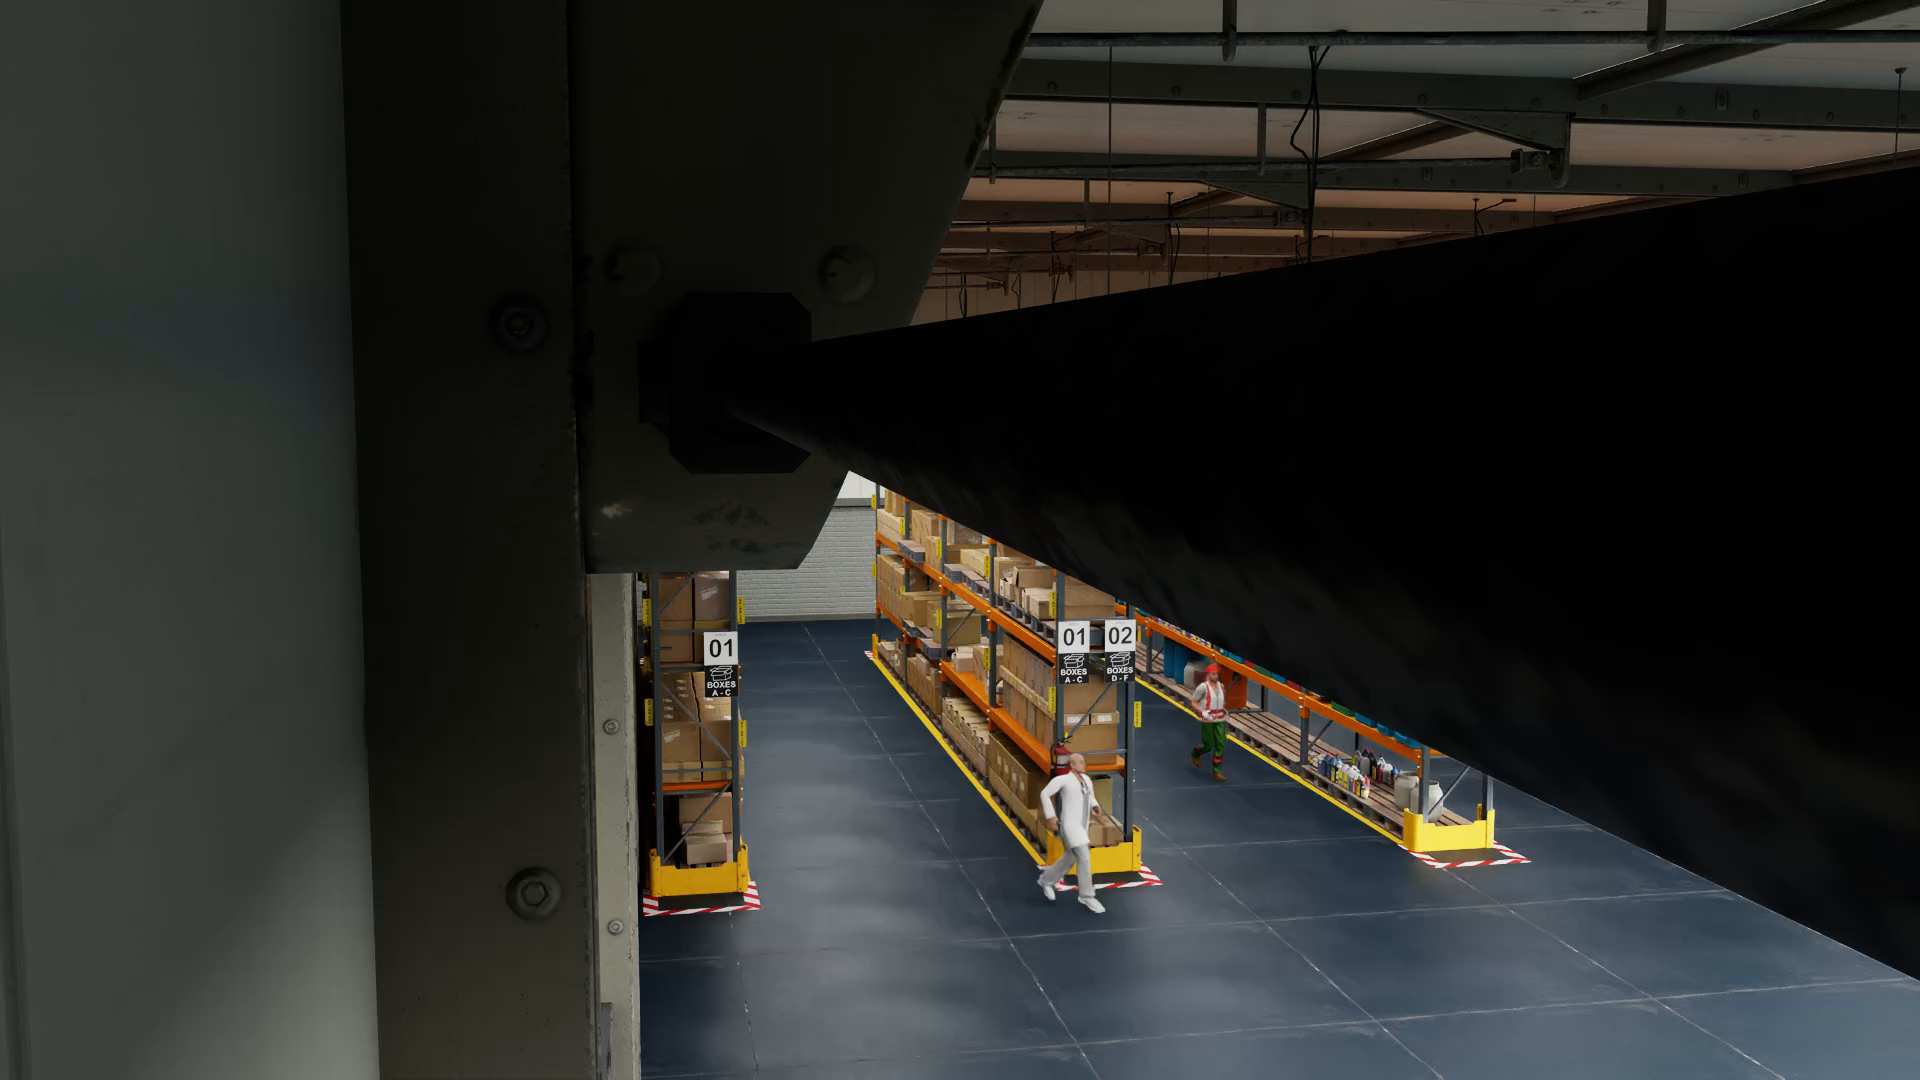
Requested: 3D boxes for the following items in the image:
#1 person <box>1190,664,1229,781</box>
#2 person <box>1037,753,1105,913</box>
[{"bbox_3d":[3.894,2.800,25.758,0.667,1.763,0.852,-3,6,-24],"label":"person"},{"bbox_3d":[1.397,3.420,19.706,0.986,1.768,0.716,4,7,37],"label":"person"}]
